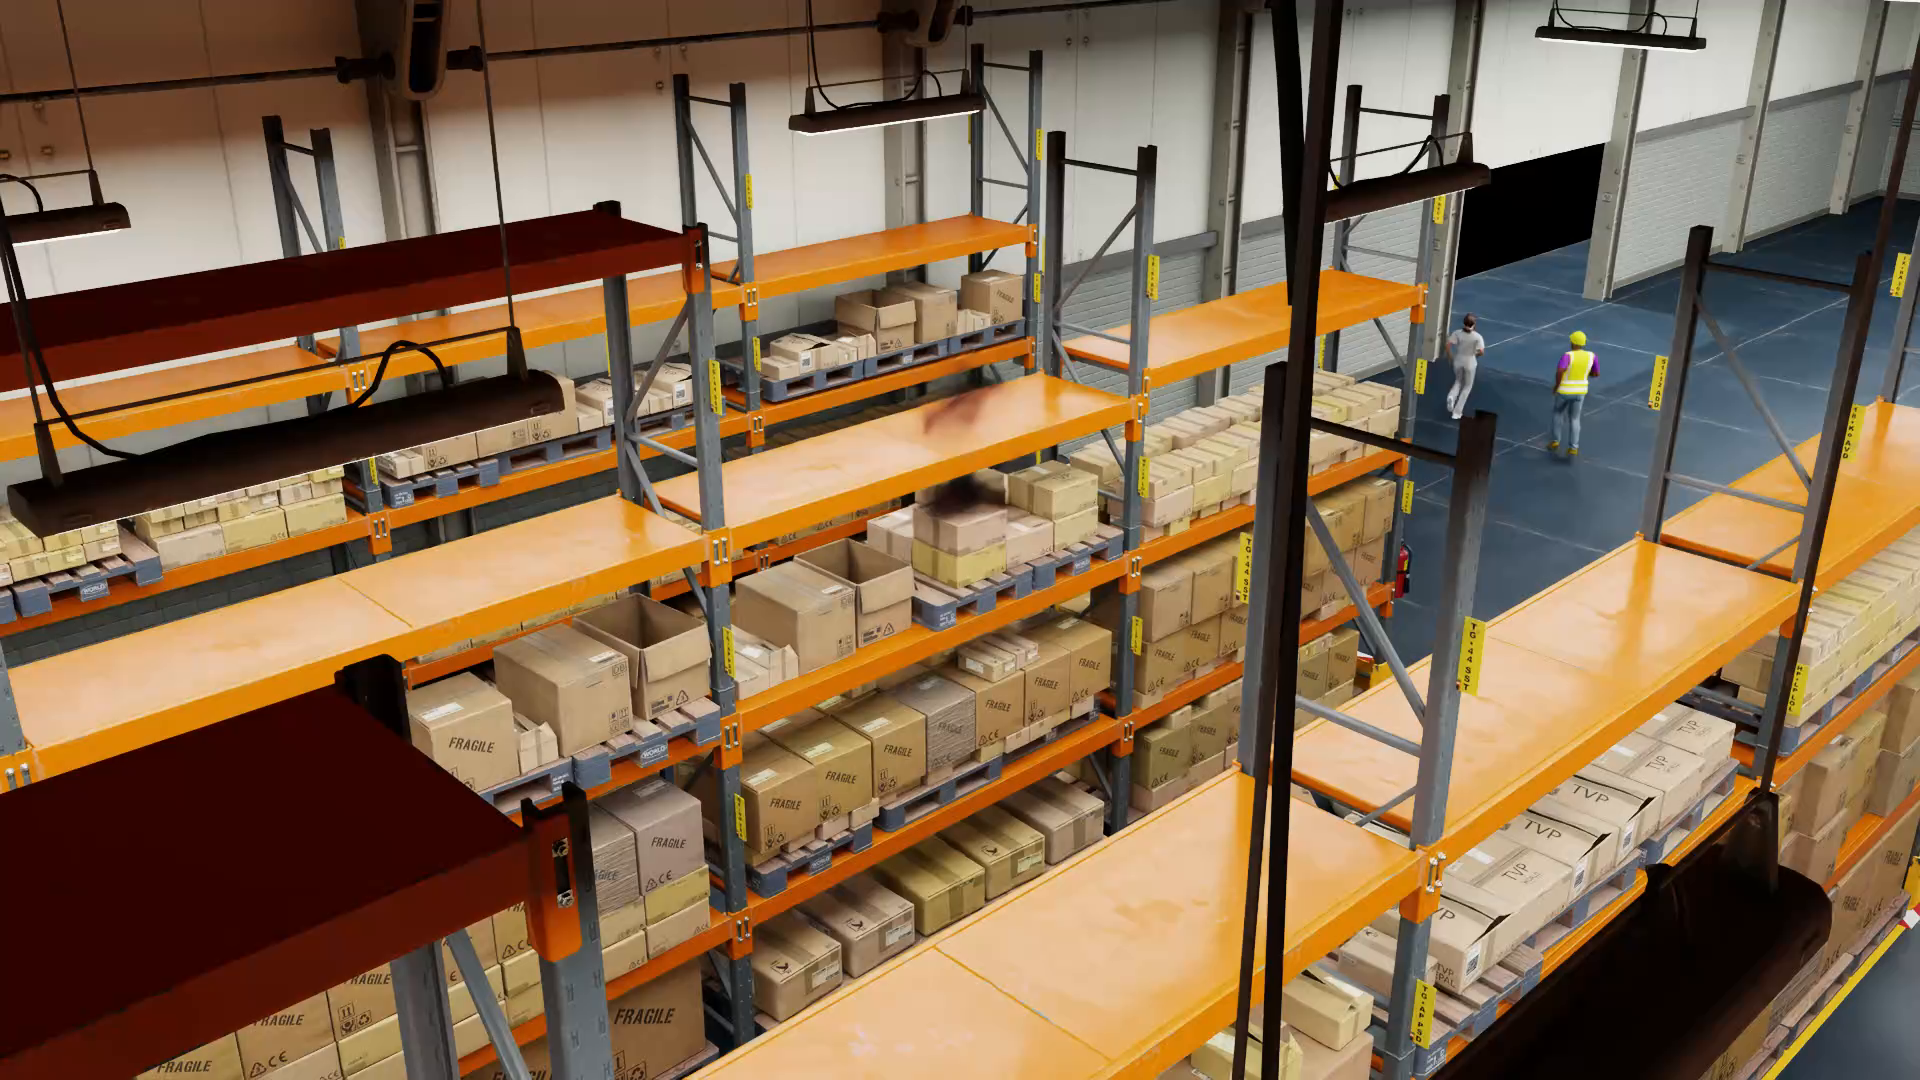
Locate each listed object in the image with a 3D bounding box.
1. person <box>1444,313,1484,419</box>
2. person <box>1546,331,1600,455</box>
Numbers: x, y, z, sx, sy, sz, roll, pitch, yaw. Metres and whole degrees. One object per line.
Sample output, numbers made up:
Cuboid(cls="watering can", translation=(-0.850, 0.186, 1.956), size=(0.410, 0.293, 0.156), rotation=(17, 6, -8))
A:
Cuboid(cls="person", translation=(7.624, -2.648, 25.136), size=(0.558, 1.631, 0.555), rotation=(14, 26, 30))
Cuboid(cls="person", translation=(8.671, -2.048, 23.528), size=(0.680, 1.823, 0.774), rotation=(2, 23, 4))
